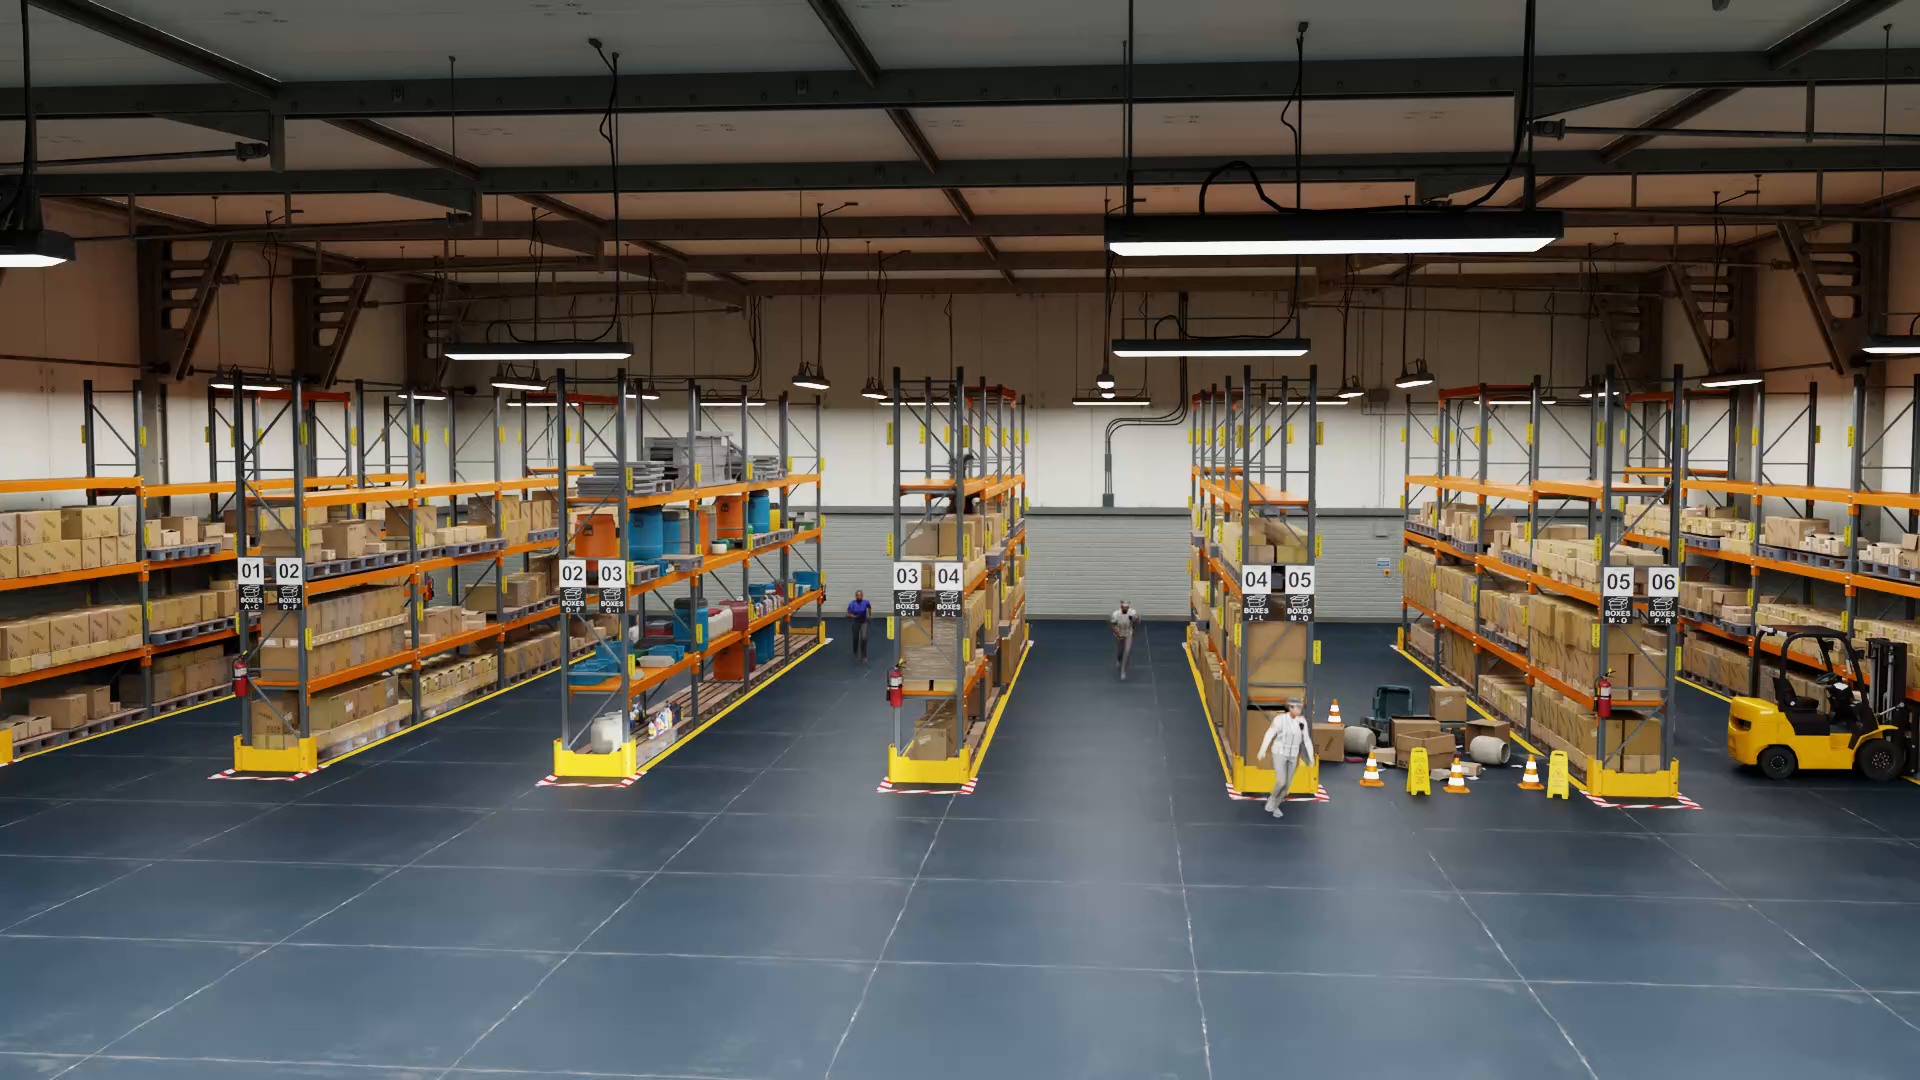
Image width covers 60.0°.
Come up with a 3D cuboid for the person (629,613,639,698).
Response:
[{"bbox_3d":[-6.149,2.208,32.034,0.573,1.620,0.694,0,4,-3],"label":"person"}]

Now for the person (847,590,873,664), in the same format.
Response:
[{"bbox_3d":[-2.224,1.910,36.904,0.588,1.619,0.953,0,4,-7],"label":"person"}]

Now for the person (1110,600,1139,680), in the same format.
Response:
[{"bbox_3d":[3.362,2.003,34.190,0.601,1.632,0.964,0,4,-5],"label":"person"}]

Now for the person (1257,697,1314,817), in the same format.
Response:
[{"bbox_3d":[4.297,2.842,21.777,0.592,1.621,0.634,-1,4,-21],"label":"person"}]
